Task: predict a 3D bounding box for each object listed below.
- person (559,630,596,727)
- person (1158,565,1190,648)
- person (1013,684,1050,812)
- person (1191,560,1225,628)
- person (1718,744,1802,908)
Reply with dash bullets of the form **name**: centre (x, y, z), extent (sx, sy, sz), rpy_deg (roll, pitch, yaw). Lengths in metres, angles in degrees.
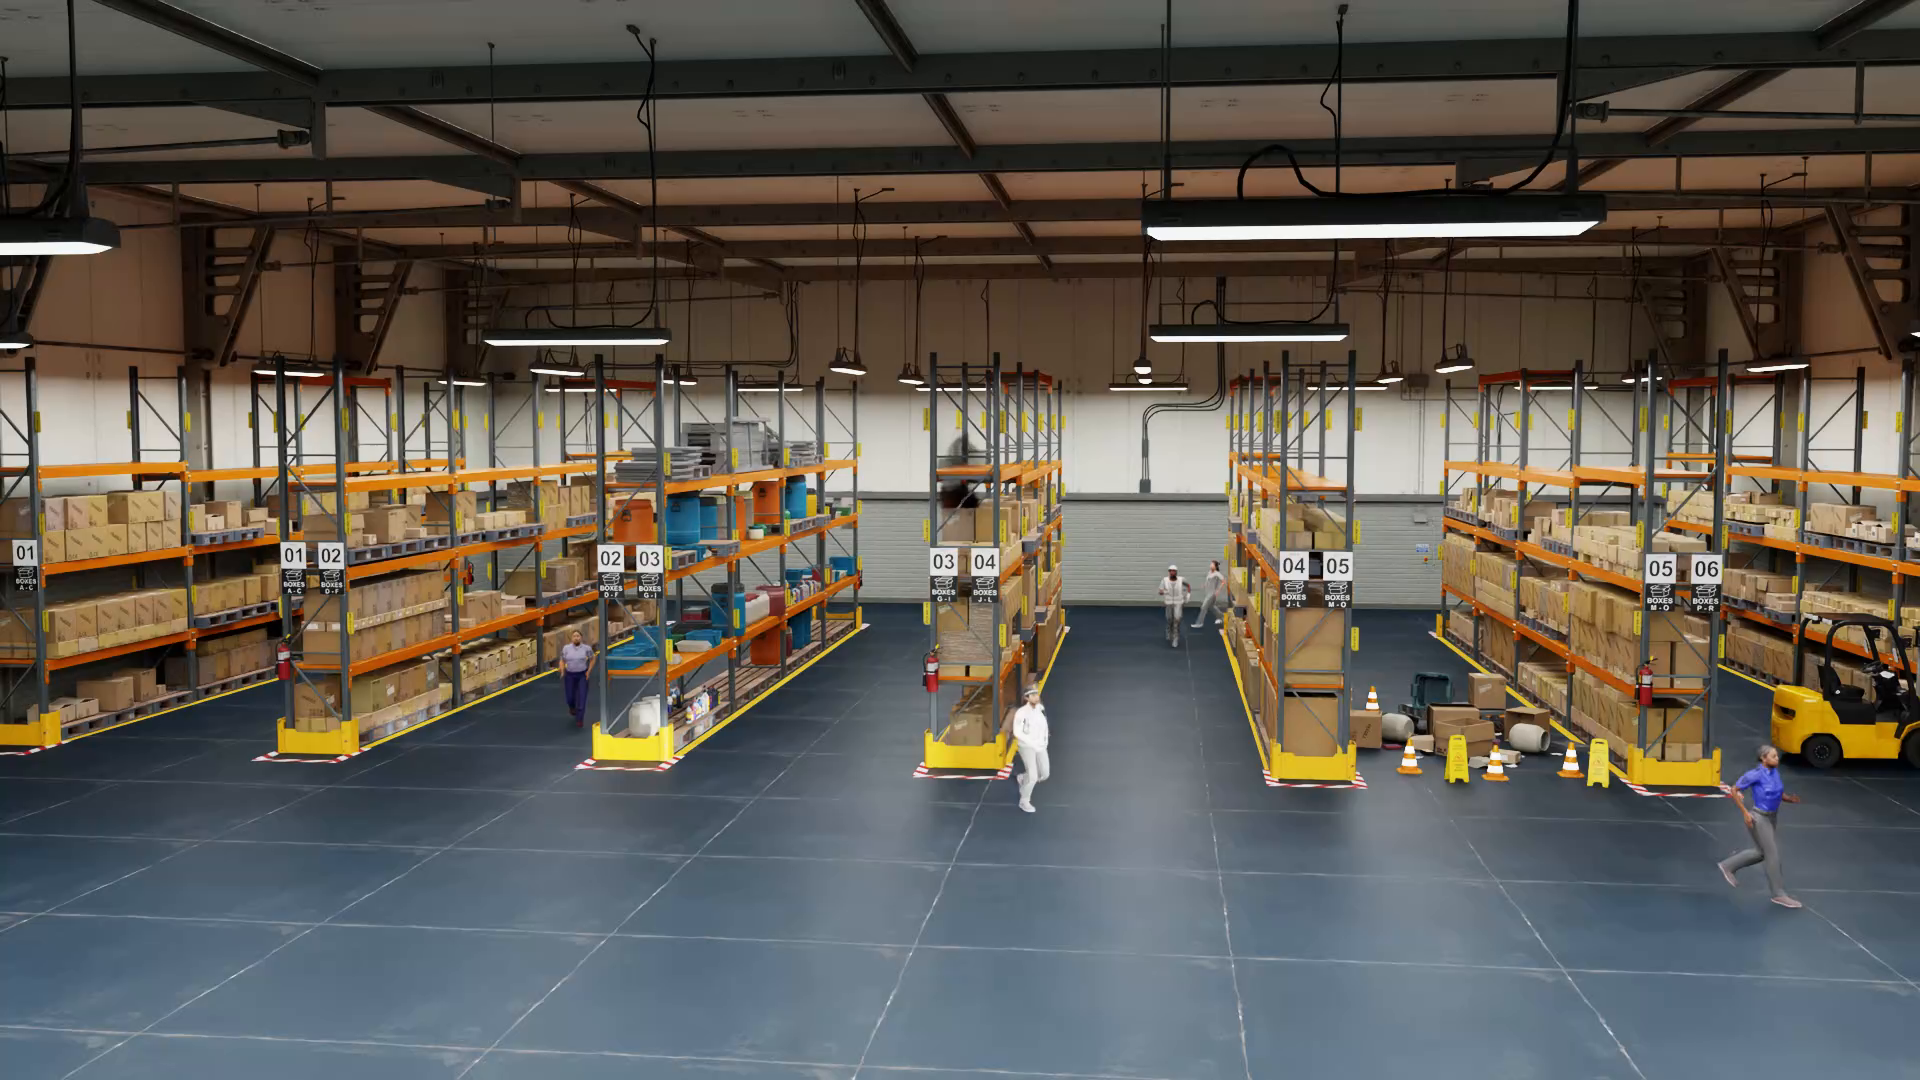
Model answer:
- **person**: centre (-6.332, 2.269, 27.552), extent (0.593, 1.603, 0.585), rpy_deg (-1, 4, -9)
- **person**: centre (4.821, 1.466, 37.406), extent (0.694, 1.826, 0.931), rpy_deg (1, 4, 14)
- **person**: centre (0.934, 2.667, 21.465), extent (0.637, 1.662, 0.615), rpy_deg (-3, 5, -38)
- **person**: centre (6.110, 1.308, 40.380), extent (0.951, 1.644, 0.639), rpy_deg (-1, 4, -16)
- **person**: centre (8.338, 2.934, 17.315), extent (0.576, 1.639, 0.893), rpy_deg (-3, 5, -38)
